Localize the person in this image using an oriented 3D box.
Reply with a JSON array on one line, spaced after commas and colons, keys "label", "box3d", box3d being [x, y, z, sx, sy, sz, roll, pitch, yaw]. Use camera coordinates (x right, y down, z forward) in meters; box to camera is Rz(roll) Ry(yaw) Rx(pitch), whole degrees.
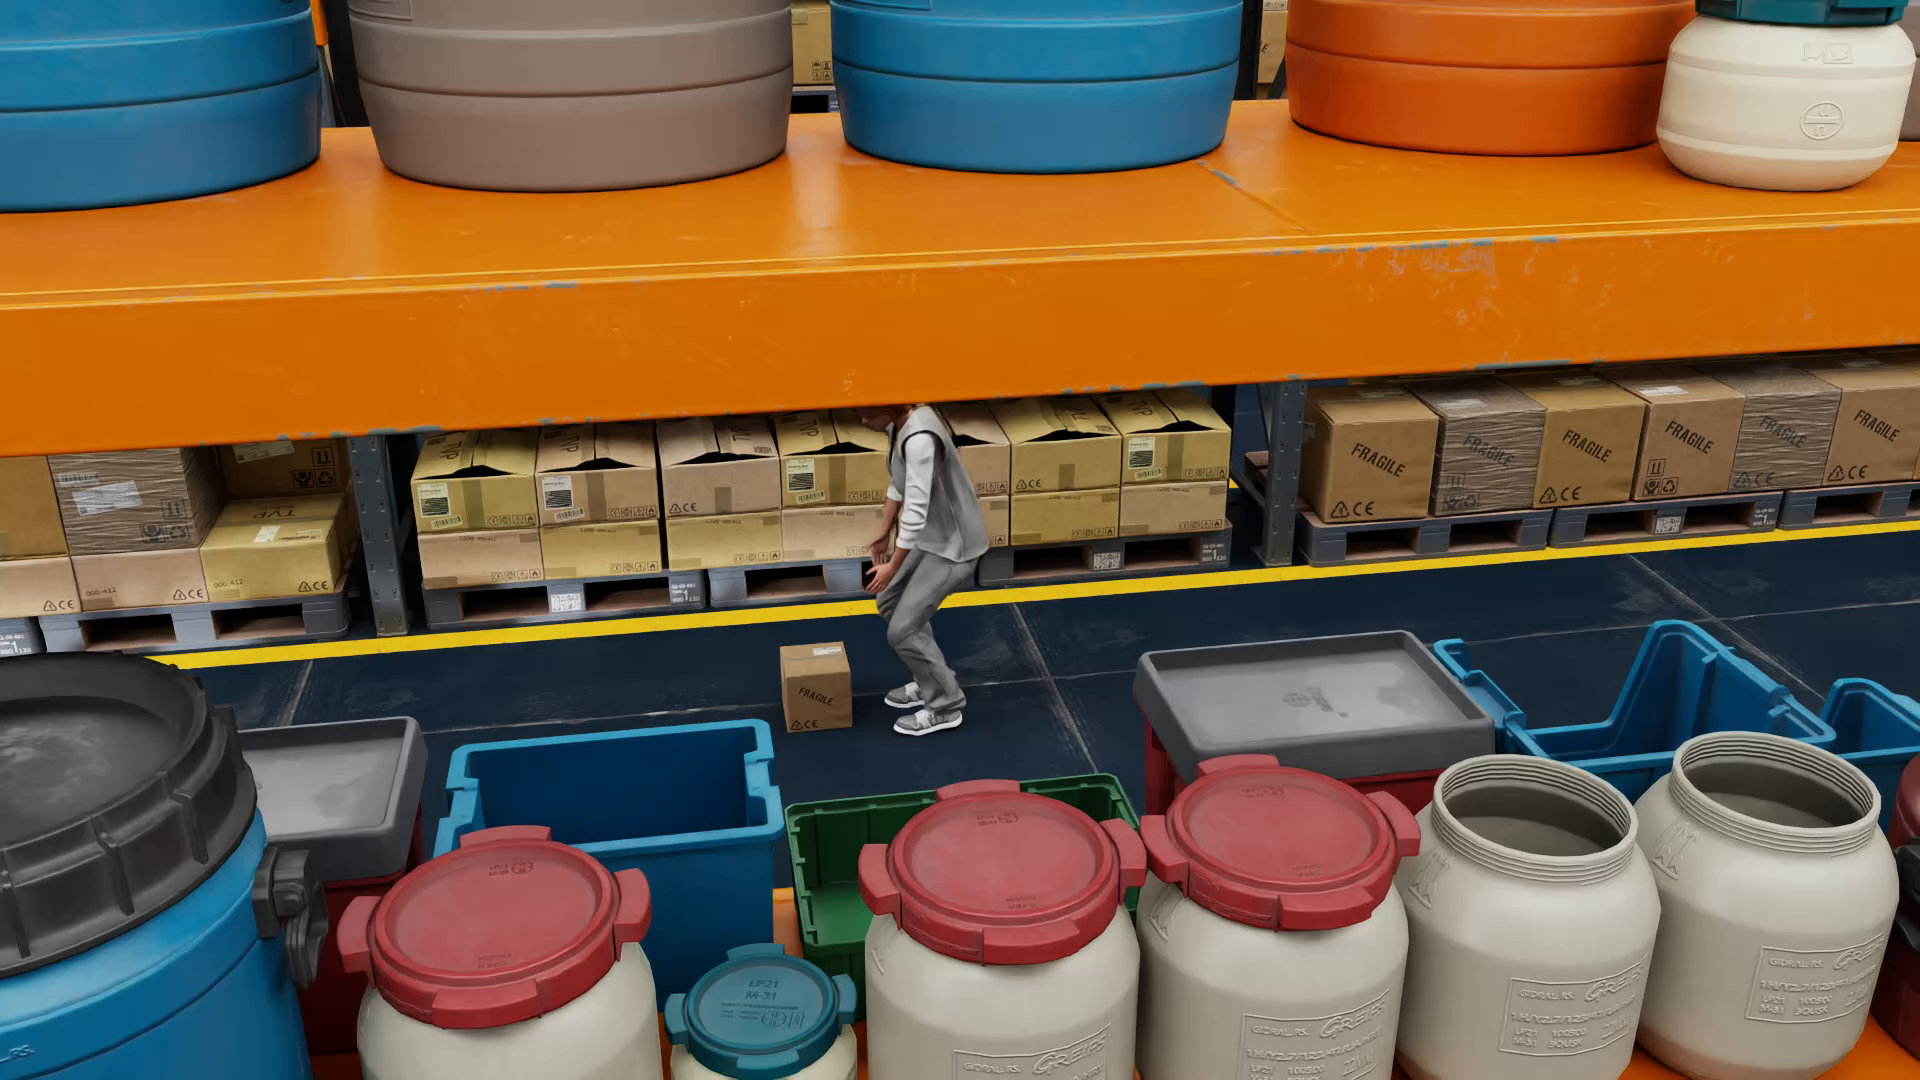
[{"label": "person", "box3d": [-0.147, 0.035, 6.211, 0.518, 1.464, 0.451, -4, 24, -8]}]
